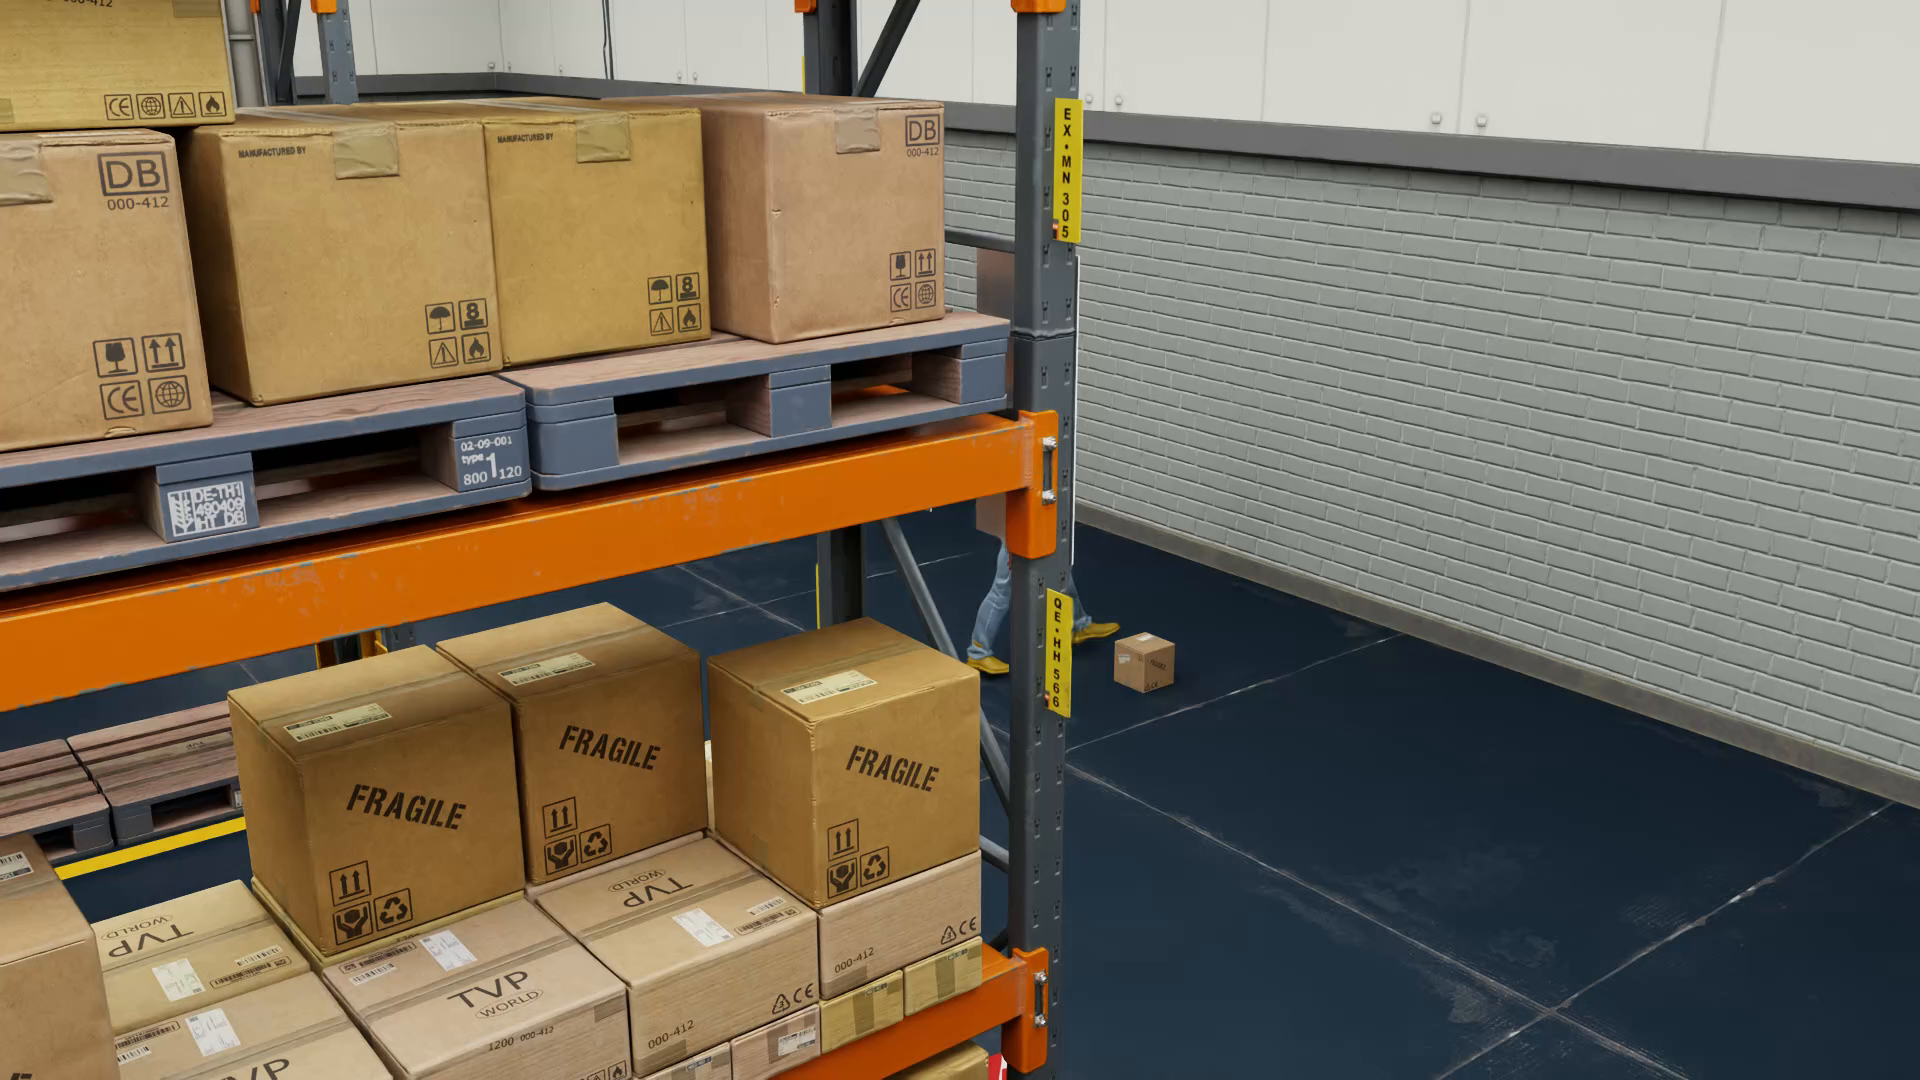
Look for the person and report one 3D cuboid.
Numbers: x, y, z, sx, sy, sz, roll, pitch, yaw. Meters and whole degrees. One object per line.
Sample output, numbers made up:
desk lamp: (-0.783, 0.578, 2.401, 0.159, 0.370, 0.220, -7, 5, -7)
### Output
person: (0.500, -0.106, 9.829, 0.847, 1.728, 0.764, 4, 18, 13)
